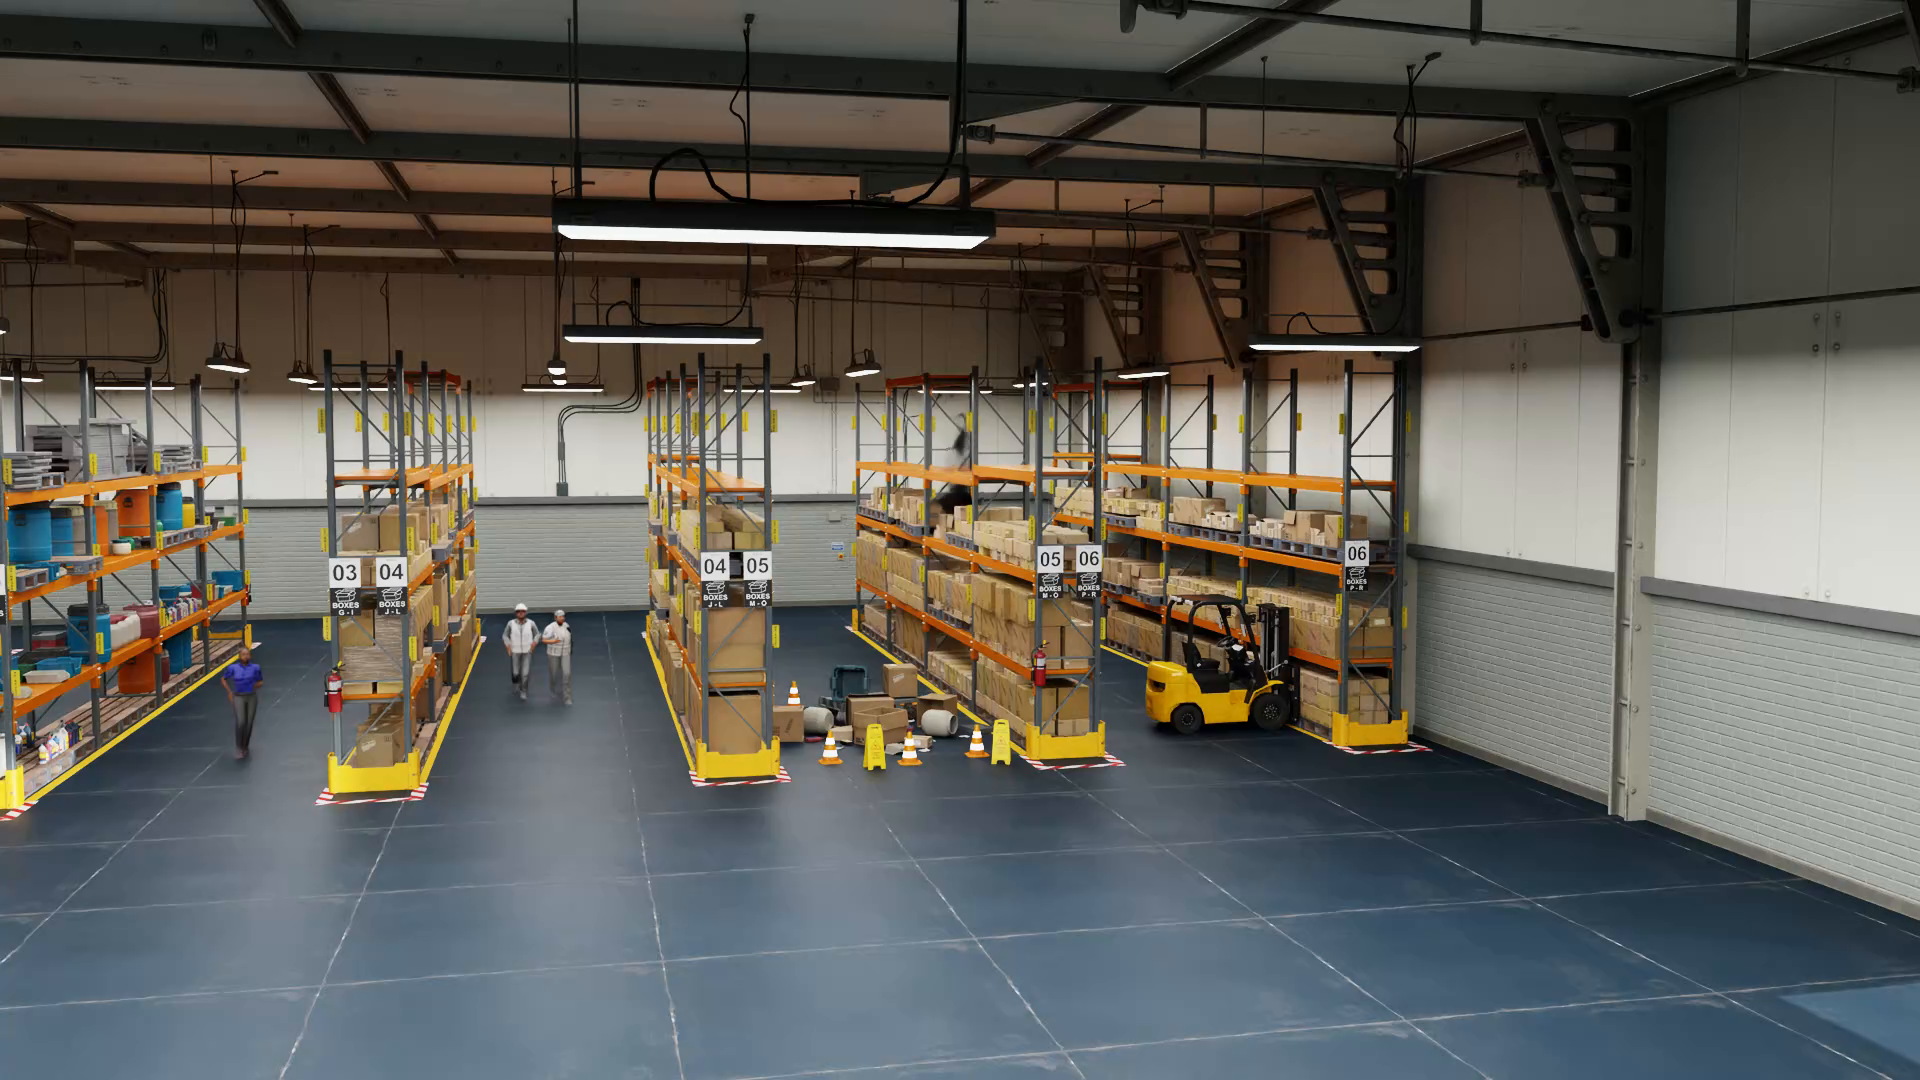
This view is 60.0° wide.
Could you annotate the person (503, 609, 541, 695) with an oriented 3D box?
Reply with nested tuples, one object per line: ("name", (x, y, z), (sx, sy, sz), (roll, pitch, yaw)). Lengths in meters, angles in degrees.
("person", (-7.977, 2.024, 30.311), (0.676, 1.627, 0.535), (-1, 4, -17))

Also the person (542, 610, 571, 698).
("person", (-7.253, 2.028, 29.887), (0.554, 1.569, 0.698), (-2, 5, -31))

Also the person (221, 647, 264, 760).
("person", (-10.747, 2.453, 24.983), (0.551, 1.693, 0.719), (-3, 5, -35))
